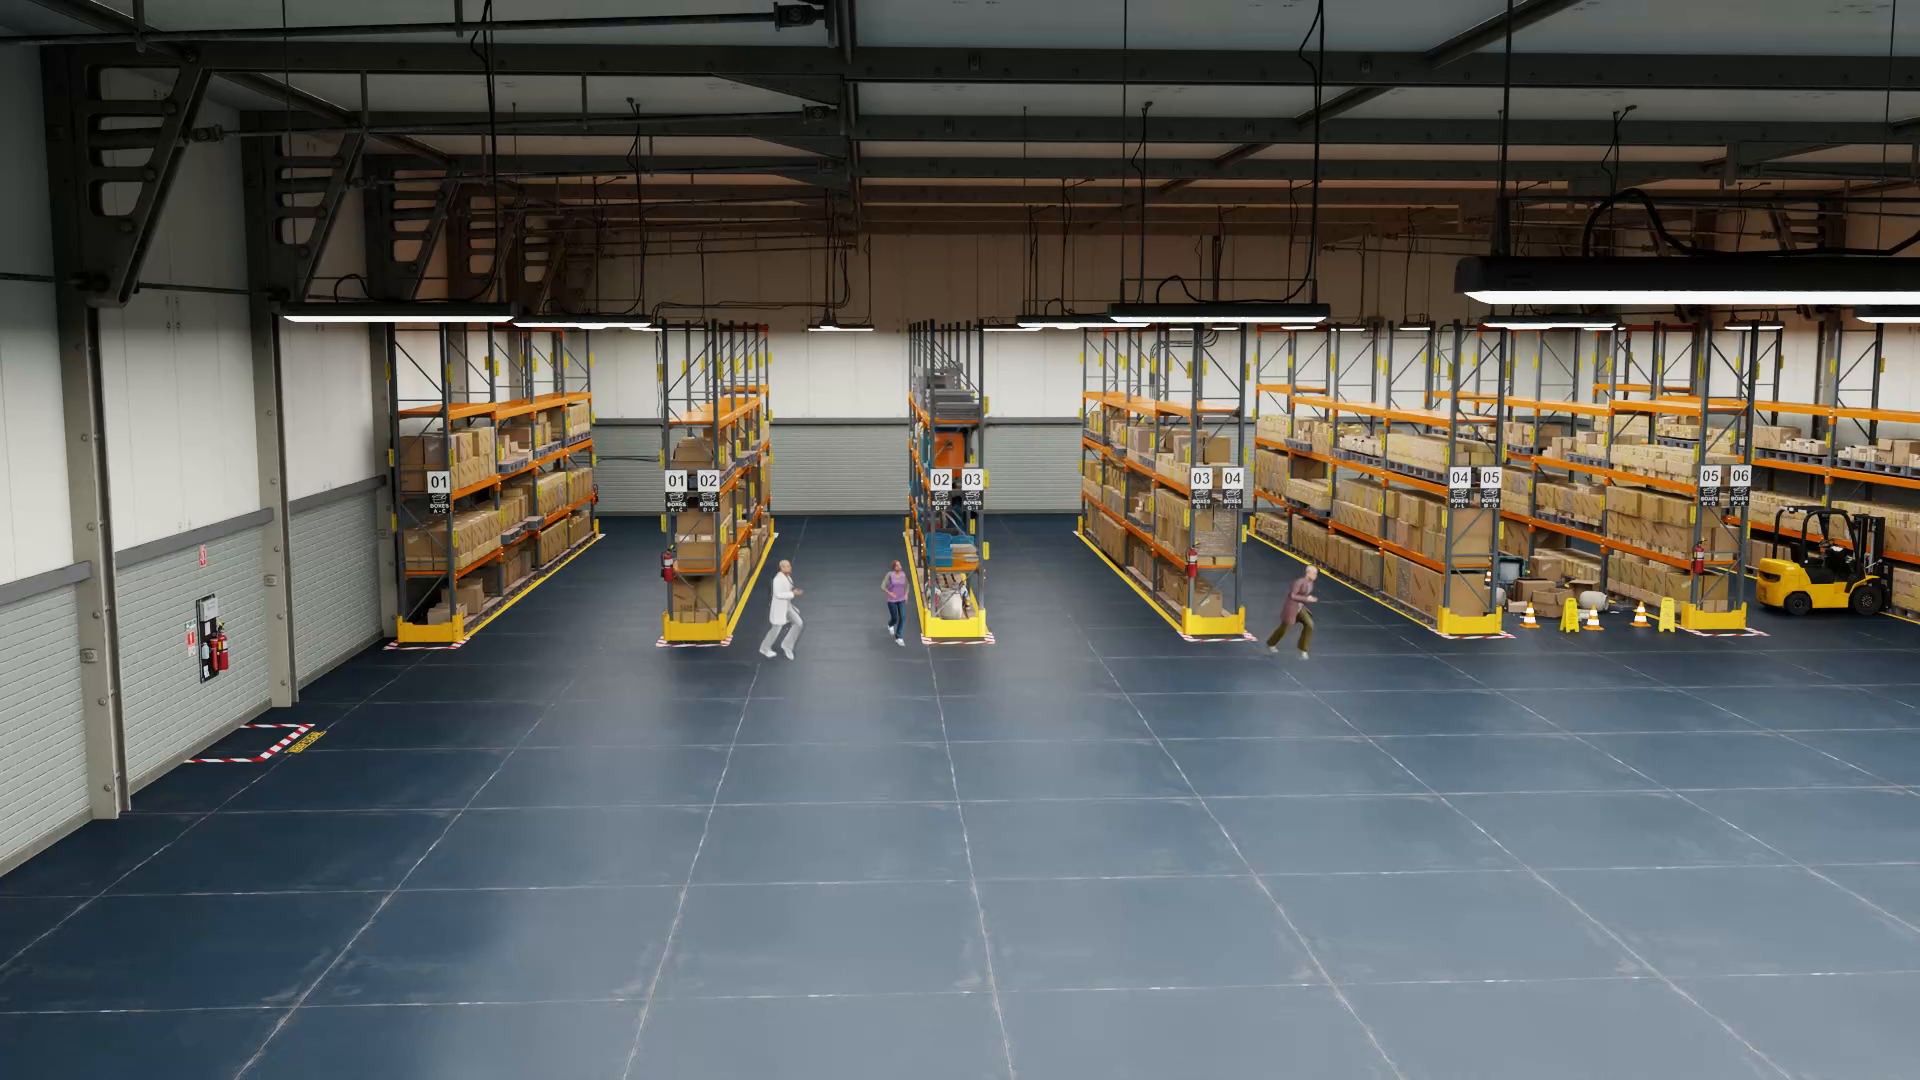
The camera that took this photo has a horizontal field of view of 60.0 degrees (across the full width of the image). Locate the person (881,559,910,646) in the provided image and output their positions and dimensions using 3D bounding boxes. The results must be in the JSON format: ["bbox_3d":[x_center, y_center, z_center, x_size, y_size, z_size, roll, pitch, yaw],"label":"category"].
[{"bbox_3d":[-1.189,1.145,30.944,0.577,1.583,0.631,-3,8,-20],"label":"person"}]

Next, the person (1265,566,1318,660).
[{"bbox_3d":[5.907,1.284,29.516,1.072,1.736,0.753,6,10,42],"label":"person"}]

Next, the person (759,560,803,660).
[{"bbox_3d":[-3.148,1.235,29.308,0.900,1.789,0.749,3,7,20],"label":"person"}]
